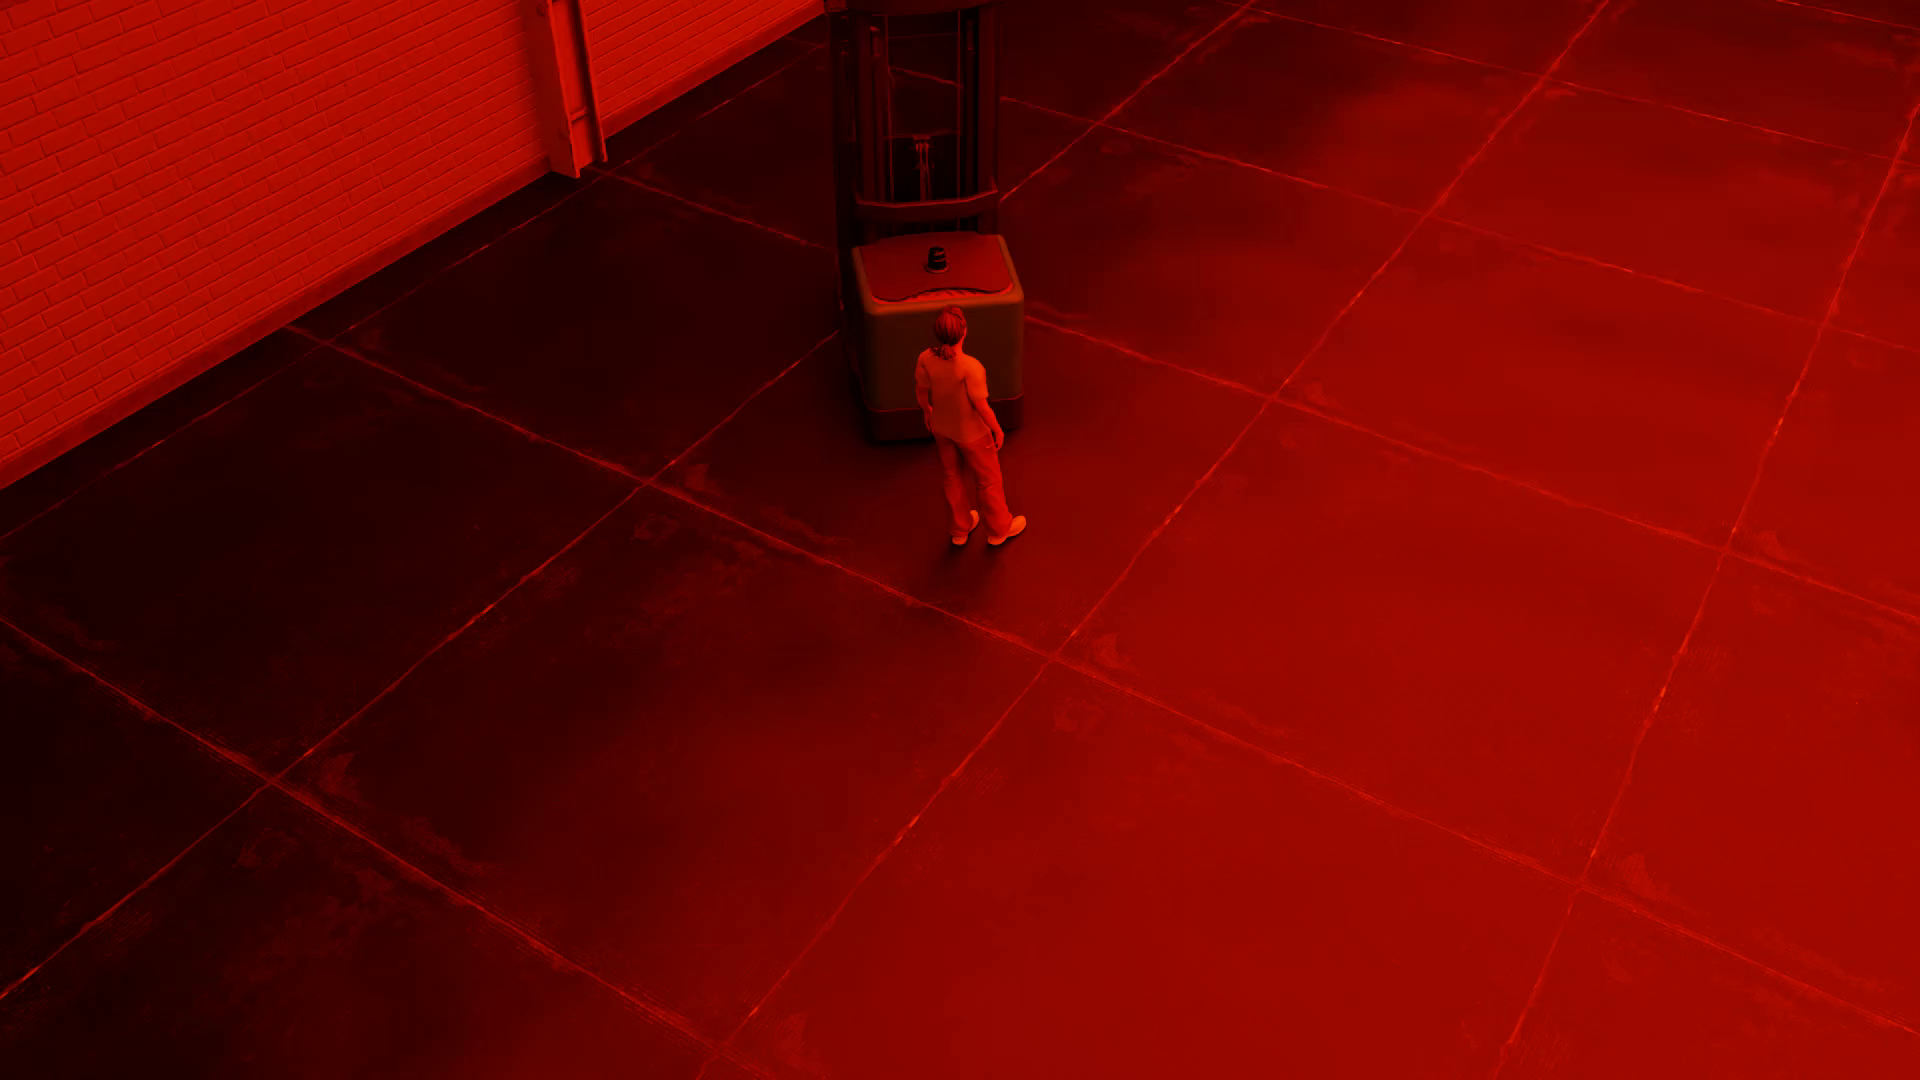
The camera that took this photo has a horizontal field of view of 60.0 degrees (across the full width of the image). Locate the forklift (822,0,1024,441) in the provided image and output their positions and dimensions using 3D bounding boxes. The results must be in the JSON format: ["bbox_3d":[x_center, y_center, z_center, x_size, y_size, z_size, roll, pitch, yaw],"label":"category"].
[{"bbox_3d":[-0.325,-2.720,11.177,1.130,2.935,3.031,-6,41,-7],"label":"forklift"}]

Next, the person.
[{"bbox_3d":[0.049,-0.681,9.731,0.555,1.674,0.548,22,45,24],"label":"person"}]
